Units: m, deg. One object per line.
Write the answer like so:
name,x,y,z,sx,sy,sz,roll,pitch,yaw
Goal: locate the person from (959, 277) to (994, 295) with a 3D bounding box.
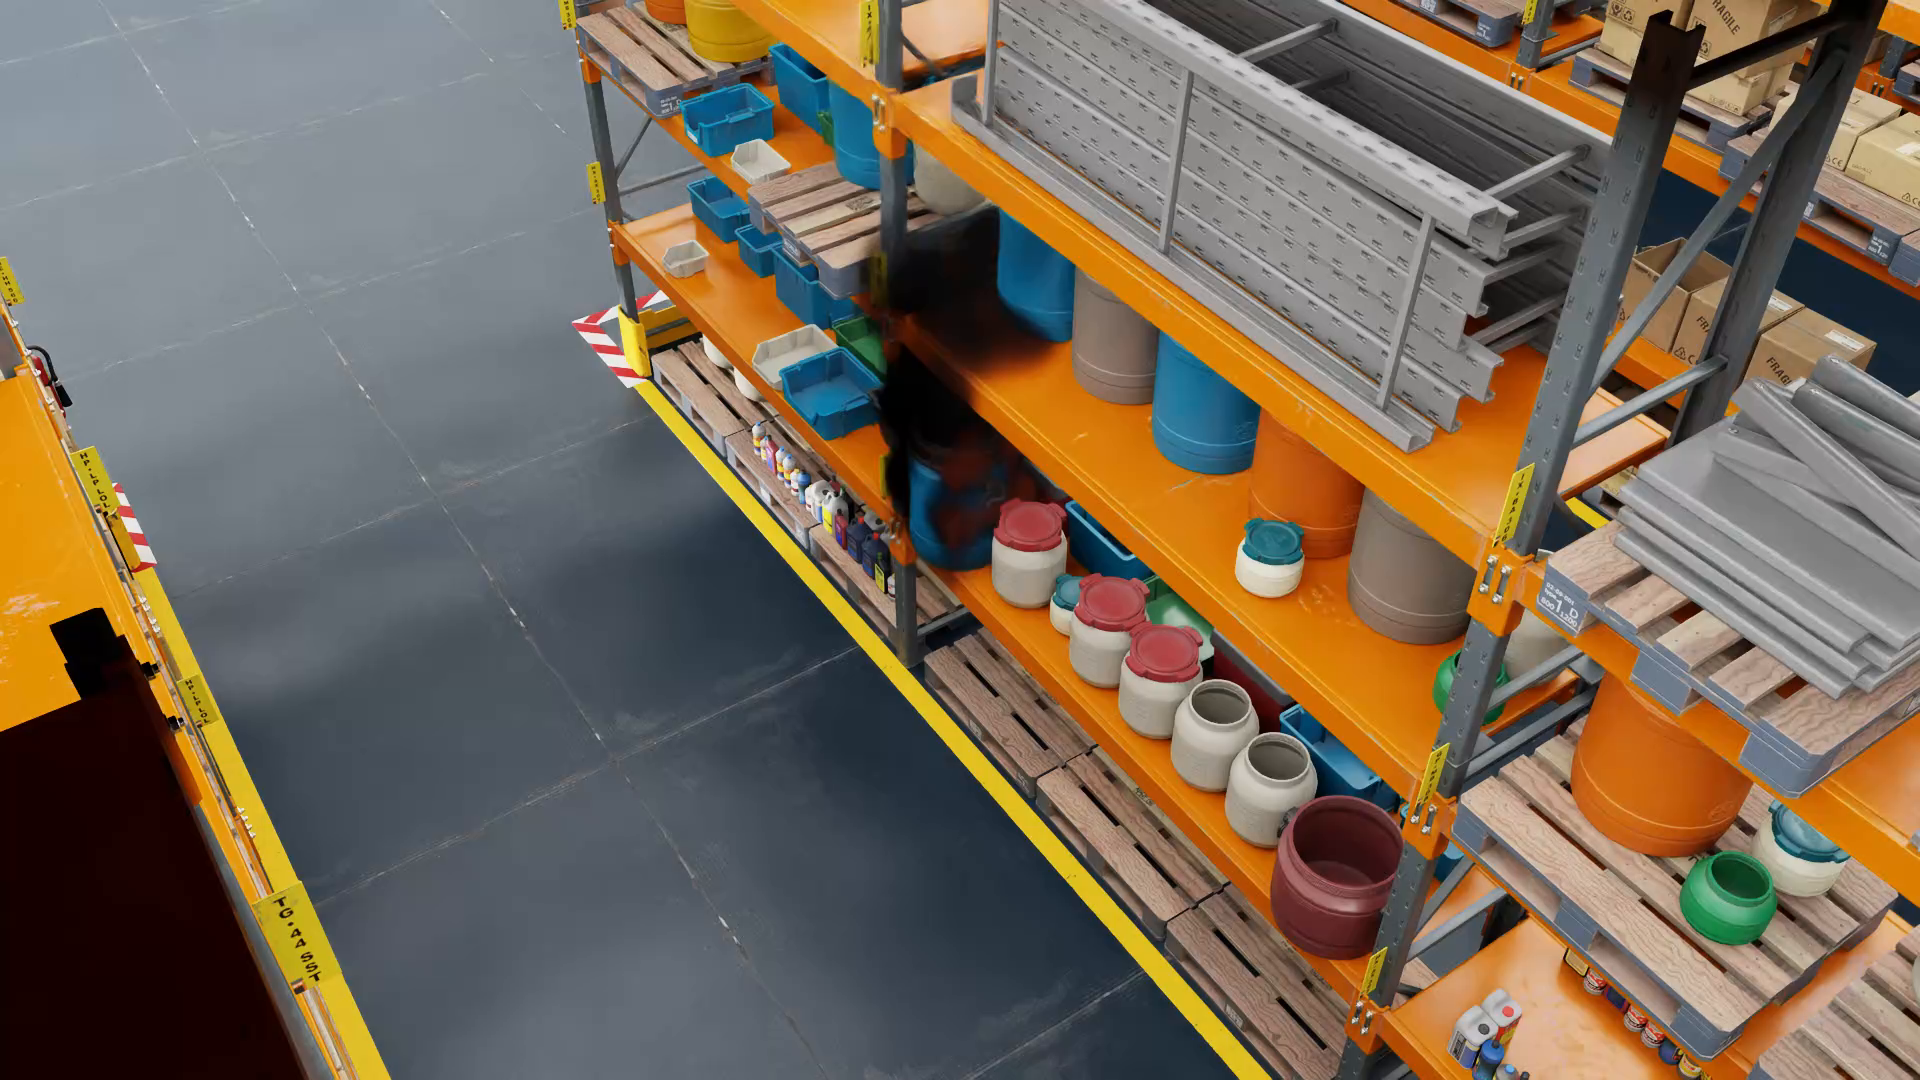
person,0.001,-2.592,12.847,0.614,1.774,0.643,31,51,29
